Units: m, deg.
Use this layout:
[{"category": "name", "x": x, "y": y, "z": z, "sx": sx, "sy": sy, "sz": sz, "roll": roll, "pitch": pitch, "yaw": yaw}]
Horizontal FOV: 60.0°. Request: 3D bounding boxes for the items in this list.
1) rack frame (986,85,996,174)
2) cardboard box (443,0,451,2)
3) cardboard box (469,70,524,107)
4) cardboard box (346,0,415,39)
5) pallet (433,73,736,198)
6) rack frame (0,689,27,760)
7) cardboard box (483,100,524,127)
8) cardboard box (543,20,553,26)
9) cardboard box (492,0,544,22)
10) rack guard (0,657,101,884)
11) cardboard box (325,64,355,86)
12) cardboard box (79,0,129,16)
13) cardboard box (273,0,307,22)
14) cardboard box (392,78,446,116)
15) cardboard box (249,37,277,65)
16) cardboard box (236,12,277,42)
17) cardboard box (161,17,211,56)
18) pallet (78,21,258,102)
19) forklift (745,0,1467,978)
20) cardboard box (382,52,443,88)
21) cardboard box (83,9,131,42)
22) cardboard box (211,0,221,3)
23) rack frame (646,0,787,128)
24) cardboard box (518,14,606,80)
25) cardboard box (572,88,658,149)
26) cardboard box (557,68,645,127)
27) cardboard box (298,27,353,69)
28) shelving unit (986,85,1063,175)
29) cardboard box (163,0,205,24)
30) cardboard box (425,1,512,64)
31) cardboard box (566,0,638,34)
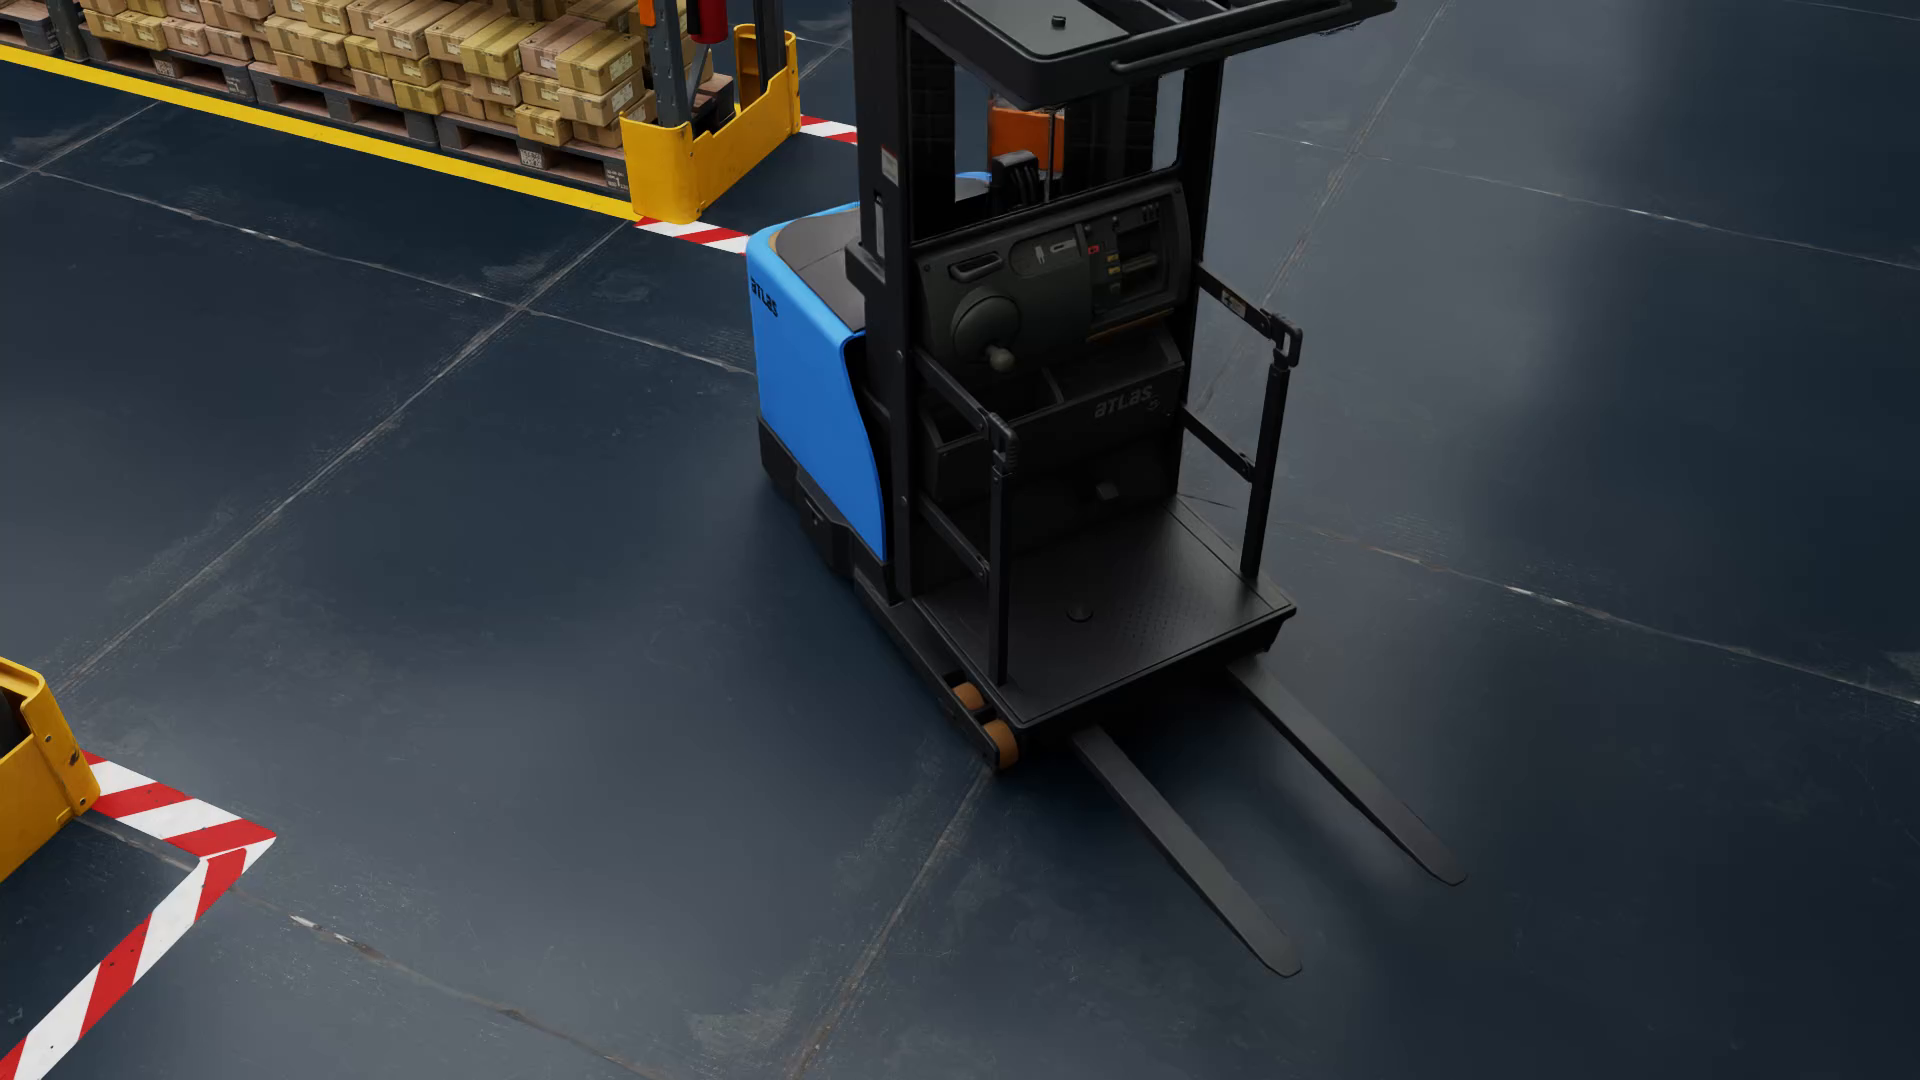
[{"category": "rack frame", "x": 0.159, "y": -1.572, "z": 6.461, "sx": 0.015, "sy": 2.100, "sz": 0.400, "roll": 10, "pitch": 42, "yaw": 12}, {"category": "cardboard box", "x": -2.679, "y": -3.014, "z": 8.839, "sx": 0.250, "sy": 0.149, "sz": 0.380, "roll": 18, "pitch": 44, "yaw": 19}, {"category": "cardboard box", "x": -2.218, "y": -2.322, "z": 8.267, "sx": 0.250, "sy": 0.149, "sz": 0.380, "roll": 15, "pitch": 43, "yaw": 17}, {"category": "cardboard box", "x": -2.893, "y": -2.700, "z": 8.477, "sx": 0.250, "sy": 0.149, "sz": 0.380, "roll": 16, "pitch": 43, "yaw": 17}, {"category": "pallet", "x": -1.937, "y": -2.222, "z": 8.652, "sx": 1.213, "sy": 0.211, "sz": 1.003, "roll": 17, "pitch": 44, "yaw": 19}, {"category": "rack frame", "x": -3.148, "y": -0.042, "z": 4.008, "sx": 0.127, "sy": 3.000, "sz": 1.000, "roll": 17, "pitch": 44, "yaw": 19}, {"category": "cardboard box", "x": -2.191, "y": -2.247, "z": 8.408, "sx": 0.250, "sy": 0.149, "sz": 0.380, "roll": 17, "pitch": 44, "yaw": 18}, {"category": "cardboard box", "x": -1.997, "y": -2.624, "z": 8.616, "sx": 0.250, "sy": 0.149, "sz": 0.380, "roll": 18, "pitch": 44, "yaw": 19}, {"category": "cardboard box", "x": -2.213, "y": -2.832, "z": 8.628, "sx": 0.250, "sy": 0.149, "sz": 0.380, "roll": 15, "pitch": 43, "yaw": 17}, {"category": "rack guard", "x": -3.127, "y": 0.909, "z": 4.820, "sx": 0.348, "sy": 0.500, "sz": 1.175, "roll": 17, "pitch": 44, "yaw": 19}, {"category": "cardboard box", "x": -3.115, "y": -2.543, "z": 8.750, "sx": 0.250, "sy": 0.149, "sz": 0.380, "roll": 18, "pitch": 44, "yaw": 20}, {"category": "cardboard box", "x": -4.579, "y": -3.019, "z": 9.072, "sx": 0.250, "sy": 0.149, "sz": 0.380, "roll": 19, "pitch": 44, "yaw": 21}, {"category": "cardboard box", "x": -3.349, "y": -2.847, "z": 8.647, "sx": 0.250, "sy": 0.149, "sz": 0.380, "roll": 15, "pitch": 43, "yaw": 17}, {"category": "cardboard box", "x": -2.678, "y": -2.341, "z": 8.517, "sx": 0.250, "sy": 0.149, "sz": 0.380, "roll": 15, "pitch": 43, "yaw": 17}, {"category": "cardboard box", "x": -3.580, "y": -2.700, "z": 8.931, "sx": 0.250, "sy": 0.149, "sz": 0.380, "roll": 15, "pitch": 43, "yaw": 17}, {"category": "cardboard box", "x": -3.593, "y": -2.790, "z": 8.808, "sx": 0.250, "sy": 0.149, "sz": 0.380, "roll": 19, "pitch": 44, "yaw": 21}, {"category": "cardboard box", "x": -4.089, "y": -2.794, "z": 9.039, "sx": 0.250, "sy": 0.149, "sz": 0.380, "roll": 17, "pitch": 44, "yaw": 18}, {"category": "pallet", "x": -4.148, "y": -2.897, "z": 9.431, "sx": 1.213, "sy": 0.211, "sz": 1.003, "roll": 17, "pitch": 44, "yaw": 19}, {"category": "forklift", "x": 0.407, "y": -0.710, "z": 4.831, "sx": 1.130, "sy": 2.935, "sz": 3.031, "roll": -21, "pitch": 45, "yaw": -23}, {"category": "cardboard box", "x": -2.692, "y": -2.457, "z": 8.424, "sx": 0.250, "sy": 0.149, "sz": 0.380, "roll": 18, "pitch": 44, "yaw": 19}, {"category": "cardboard box", "x": -4.578, "y": -2.906, "z": 9.168, "sx": 0.250, "sy": 0.149, "sz": 0.380, "roll": 15, "pitch": 43, "yaw": 17}, {"category": "cardboard box", "x": -3.827, "y": -2.993, "z": 8.815, "sx": 0.250, "sy": 0.149, "sz": 0.380, "roll": 16, "pitch": 43, "yaw": 18}, {"category": "rack frame", "x": -1.147, "y": -3.008, "z": 7.431, "sx": 0.127, "sy": 3.000, "sz": 1.000, "roll": 17, "pitch": 44, "yaw": 19}, {"category": "cardboard box", "x": -1.937, "y": -2.414, "z": 8.147, "sx": 0.250, "sy": 0.149, "sz": 0.380, "roll": 18, "pitch": 44, "yaw": 19}, {"category": "cardboard box", "x": -1.712, "y": -2.112, "z": 8.252, "sx": 0.250, "sy": 0.149, "sz": 0.380, "roll": 18, "pitch": 44, "yaw": 19}, {"category": "cardboard box", "x": -1.746, "y": -2.179, "z": 8.102, "sx": 0.250, "sy": 0.149, "sz": 0.380, "roll": 16, "pitch": 43, "yaw": 18}, {"category": "cardboard box", "x": -3.178, "y": -2.599, "z": 8.588, "sx": 0.250, "sy": 0.149, "sz": 0.380, "roll": 17, "pitch": 44, "yaw": 19}, {"category": "shelving unit", "x": 0.394, "y": -1.529, "z": 6.411, "sx": 0.503, "sy": 2.100, "sz": 0.431, "roll": 10, "pitch": 42, "yaw": 12}, {"category": "cardboard box", "x": -4.076, "y": -2.957, "z": 9.000, "sx": 0.250, "sy": 0.149, "sz": 0.380, "roll": 17, "pitch": 44, "yaw": 18}, {"category": "cardboard box", "x": -2.434, "y": -2.520, "z": 8.269, "sx": 0.250, "sy": 0.149, "sz": 0.380, "roll": 15, "pitch": 43, "yaw": 17}, {"category": "cardboard box", "x": -1.779, "y": -2.666, "z": 8.438, "sx": 0.250, "sy": 0.149, "sz": 0.380, "roll": 18, "pitch": 44, "yaw": 19}]
